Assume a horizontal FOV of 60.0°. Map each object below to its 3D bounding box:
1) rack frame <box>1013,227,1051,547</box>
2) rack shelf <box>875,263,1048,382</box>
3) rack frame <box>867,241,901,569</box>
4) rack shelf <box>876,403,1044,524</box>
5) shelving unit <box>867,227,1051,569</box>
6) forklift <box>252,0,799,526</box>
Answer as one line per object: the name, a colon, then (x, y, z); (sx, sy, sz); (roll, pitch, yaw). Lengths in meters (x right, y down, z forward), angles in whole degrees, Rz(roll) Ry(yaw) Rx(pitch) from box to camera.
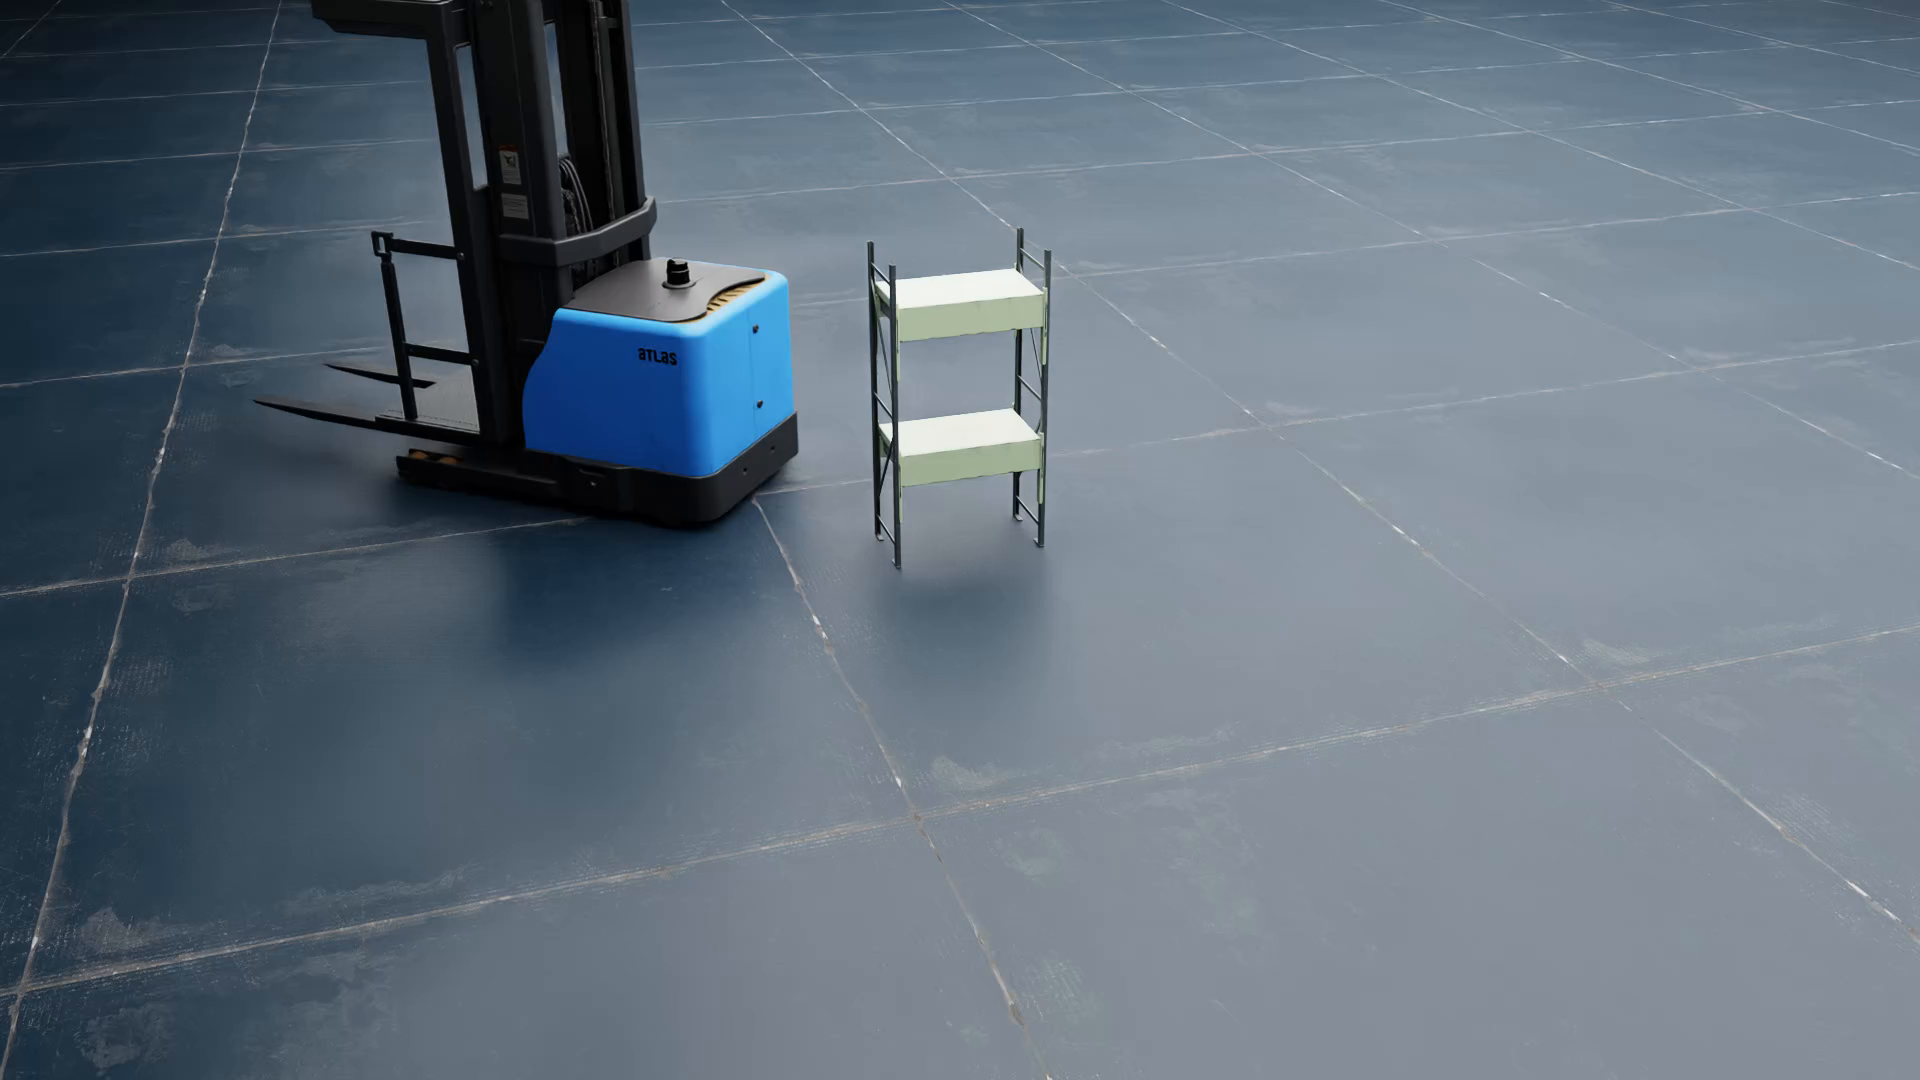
rack frame: (0.342, -0.721, 8.016); (0.023, 1.500, 0.400); (-8, 28, -16)
rack shelf: (-0.006, -1.020, 7.741); (0.720, 0.370, 0.431); (-8, 28, -16)
rack frame: (-0.354, -0.620, 7.813); (0.023, 1.500, 0.400); (-8, 28, -16)
rack shelf: (-0.006, -0.379, 8.060); (0.720, 0.370, 0.431); (-8, 28, -16)
shelving unit: (-0.006, -0.671, 7.915); (0.755, 1.500, 0.431); (-8, 28, -16)
forklift: (-2.448, -1.789, 8.558); (3.031, 2.935, 1.130); (10, 28, 19)
